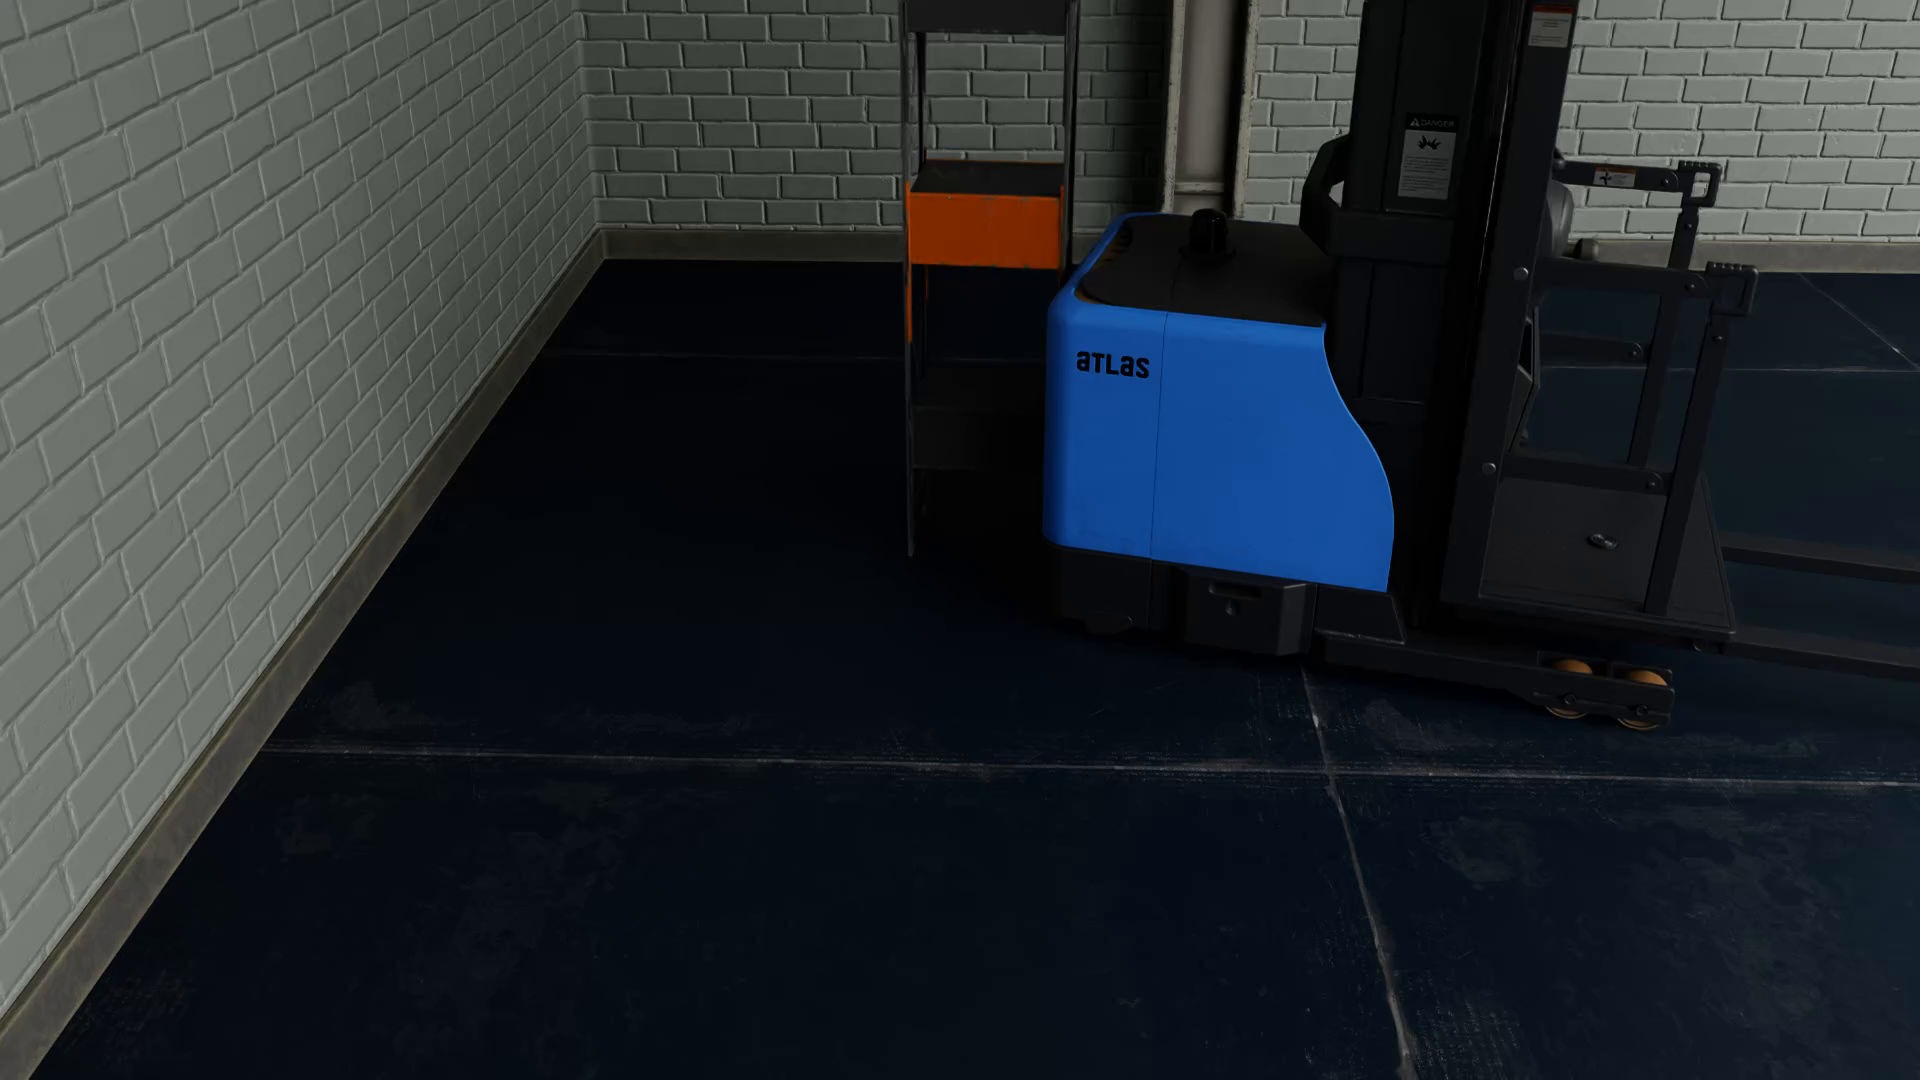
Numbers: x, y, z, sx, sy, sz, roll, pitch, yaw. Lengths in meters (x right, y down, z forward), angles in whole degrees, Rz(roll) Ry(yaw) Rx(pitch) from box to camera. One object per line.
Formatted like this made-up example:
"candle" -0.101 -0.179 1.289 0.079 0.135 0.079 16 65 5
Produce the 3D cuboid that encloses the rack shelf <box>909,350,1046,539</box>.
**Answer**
"rack shelf" 0.097 -0.316 5.628 0.480 0.518 0.431 3 28 6

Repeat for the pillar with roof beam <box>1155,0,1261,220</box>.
"pillar with roof beam" 1.010 -3.284 2.337 0.400 9.000 9.100 1 28 2

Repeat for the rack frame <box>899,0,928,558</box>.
"rack frame" -0.146 -0.960 5.319 0.015 2.100 0.400 3 28 6

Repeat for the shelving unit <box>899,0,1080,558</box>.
"shelving unit" 0.097 -0.947 5.294 0.503 2.100 0.431 3 28 6

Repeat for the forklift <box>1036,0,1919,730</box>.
"forklift" 1.813 -1.034 4.571 3.031 2.935 1.130 8 29 15

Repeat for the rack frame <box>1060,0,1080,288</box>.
"rack frame" 0.339 -0.933 5.268 0.015 2.100 0.400 3 28 6

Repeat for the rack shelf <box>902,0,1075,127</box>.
"rack shelf" 0.097 -1.553 4.972 0.480 0.518 0.431 3 28 6

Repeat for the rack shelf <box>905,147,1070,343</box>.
"rack shelf" 0.097 -0.934 5.300 0.480 0.518 0.431 3 28 6
